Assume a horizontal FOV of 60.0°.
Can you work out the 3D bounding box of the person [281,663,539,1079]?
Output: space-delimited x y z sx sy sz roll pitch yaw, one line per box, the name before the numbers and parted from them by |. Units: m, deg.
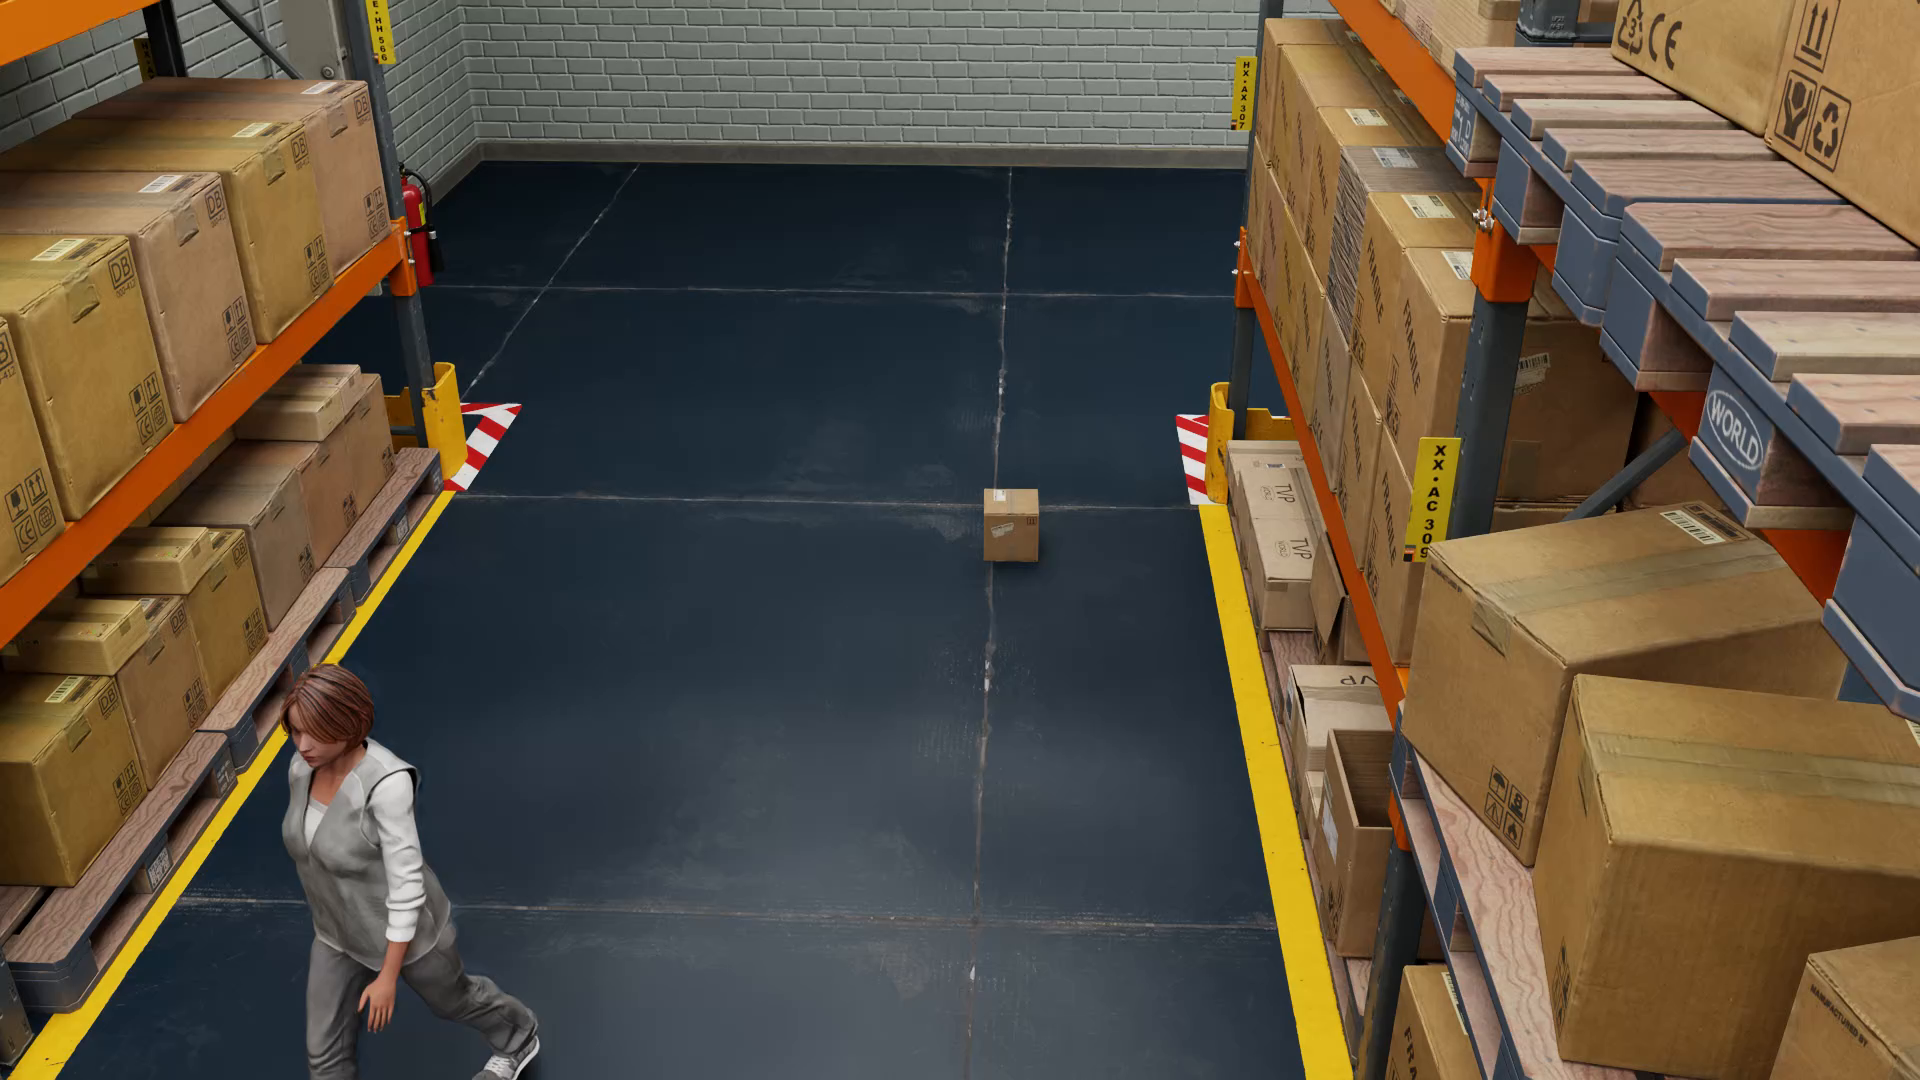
person | -1.515 1.009 4.242 0.453 1.539 0.938 14 31 24
